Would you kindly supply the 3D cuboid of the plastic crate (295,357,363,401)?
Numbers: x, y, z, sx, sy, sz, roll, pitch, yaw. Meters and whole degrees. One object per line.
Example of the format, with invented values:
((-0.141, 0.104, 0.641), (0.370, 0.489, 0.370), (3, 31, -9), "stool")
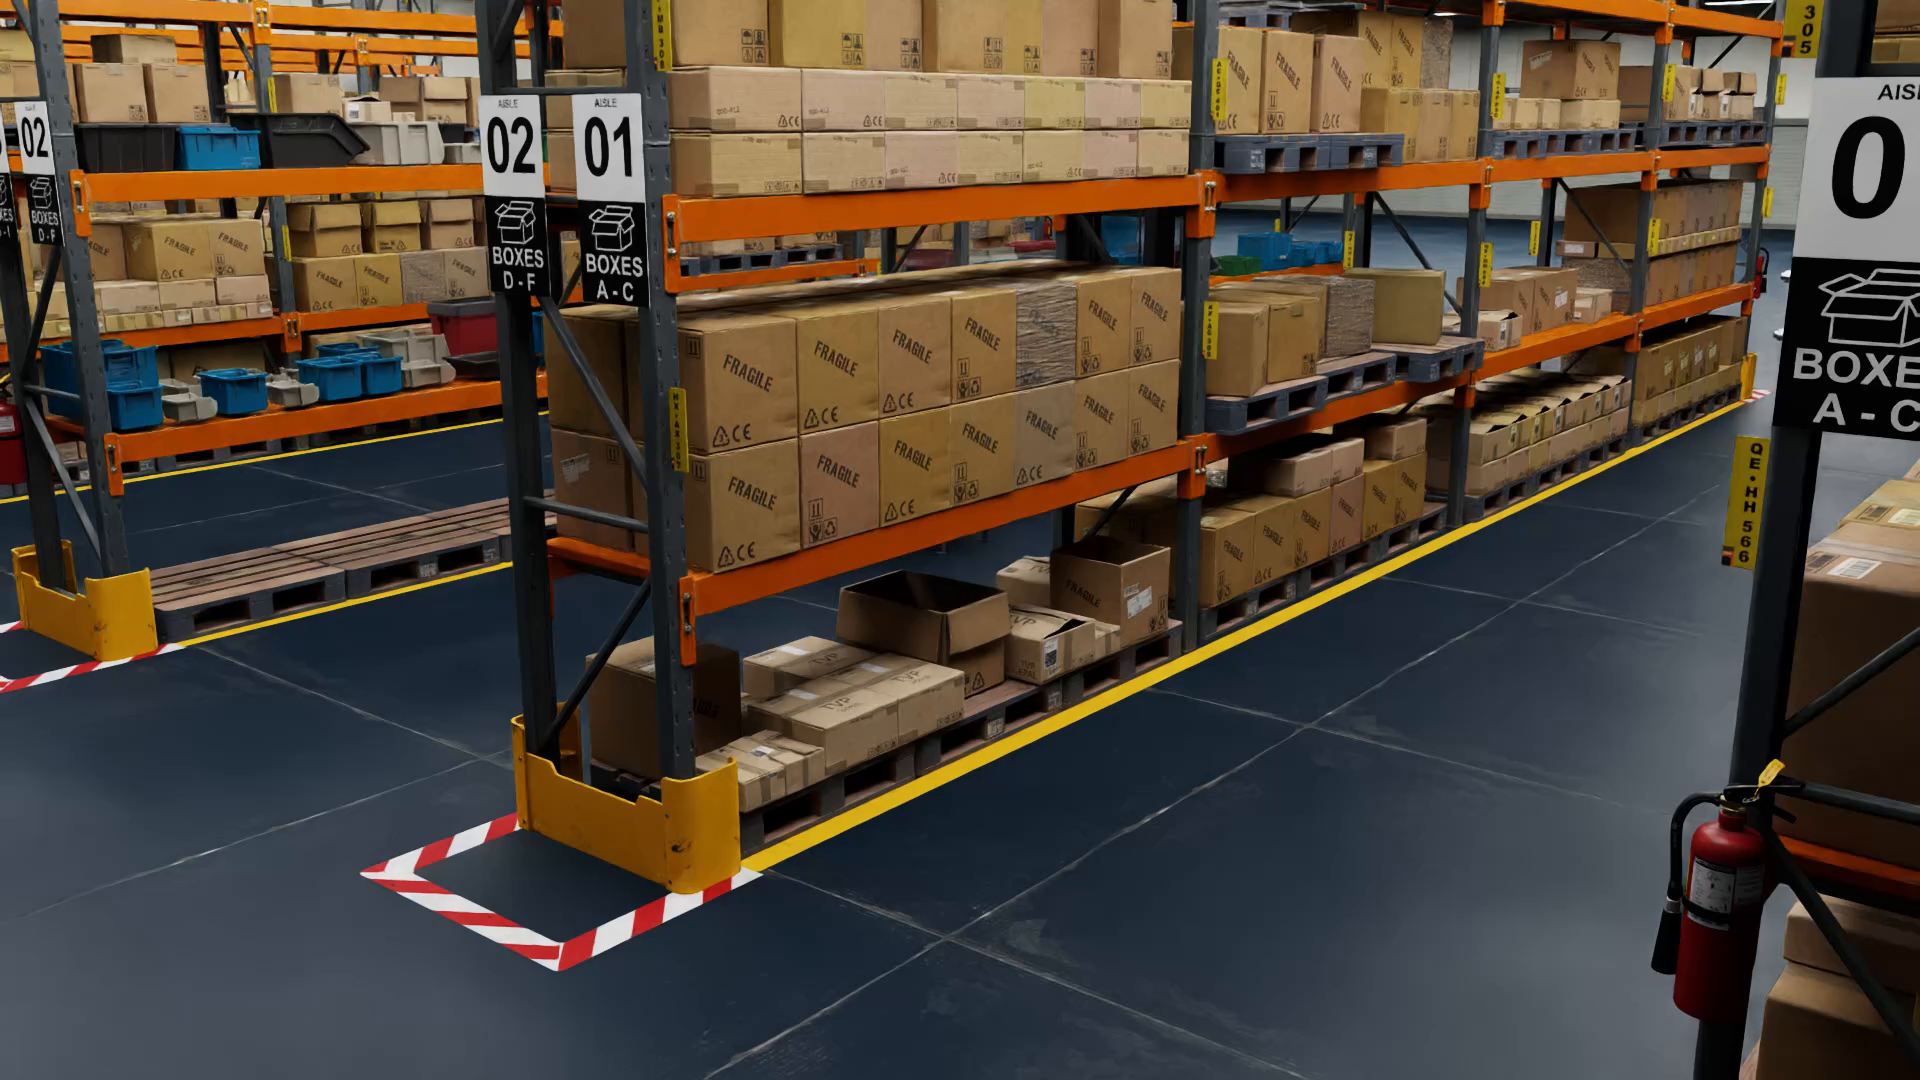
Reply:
((-4.129, -1.056, 10.905), (0.416, 0.233, 0.300), (11, 18, 38), "plastic crate")

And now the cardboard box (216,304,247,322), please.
((-6.805, -2.112, 15.353), (0.380, 0.149, 0.250), (12, 18, 39), "cardboard box")

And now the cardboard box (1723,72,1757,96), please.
((8.175, -4.822, 18.073), (0.797, 0.503, 0.637), (13, 19, 41), "cardboard box")

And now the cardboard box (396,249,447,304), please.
((-5.592, -2.682, 16.885), (0.500, 0.500, 0.500), (11, 18, 36), "cardboard box")

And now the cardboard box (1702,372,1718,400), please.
((7.814, -1.685, 17.895), (0.500, 0.250, 0.500), (11, 18, 38), "cardboard box")

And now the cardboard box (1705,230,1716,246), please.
((7.798, -3.219, 17.681), (0.380, 0.149, 0.250), (12, 19, 39), "cardboard box")

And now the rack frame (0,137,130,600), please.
((-5.368, -0.859, 9.914), (1.000, 3.000, 0.127), (11, 18, 38), "rack frame")

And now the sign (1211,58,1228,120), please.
((1.424, -2.480, 9.151), (0.100, 0.325, 0.005), (11, 18, 38), "sign")

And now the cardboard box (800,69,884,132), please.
((-0.672, -1.868, 7.082), (0.500, 0.250, 0.500), (11, 18, 38), "cardboard box")

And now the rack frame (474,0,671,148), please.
((-1.517, -3.000, 6.155), (1.000, 3.000, 0.127), (11, 18, 38), "rack frame")

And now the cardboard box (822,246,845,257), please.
((-1.771, -3.889, 22.349), (0.380, 0.149, 0.250), (11, 18, 38), "cardboard box")

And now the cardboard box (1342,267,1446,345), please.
((3.203, -1.738, 12.317), (0.700, 0.500, 0.500), (5, 15, 19), "cardboard box")

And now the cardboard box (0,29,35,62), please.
((-7.943, -4.129, 13.909), (0.500, 0.250, 0.500), (11, 18, 36), "cardboard box")

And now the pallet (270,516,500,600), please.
((-4.052, 0.108, 11.771), (1.003, 0.211, 1.213), (11, 18, 38), "pallet")

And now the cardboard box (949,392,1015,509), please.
((-0.080, -0.476, 8.200), (0.500, 0.500, 0.500), (12, 18, 38), "cardboard box")

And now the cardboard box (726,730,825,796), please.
((-0.830, 0.993, 7.483), (0.380, 0.166, 0.250), (11, 18, 38), "cardboard box")

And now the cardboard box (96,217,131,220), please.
((-10.068, -3.757, 19.768), (0.380, 0.149, 0.250), (11, 18, 36), "cardboard box")

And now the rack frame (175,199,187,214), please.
((-11.900, -4.691, 24.998), (1.000, 3.000, 0.127), (11, 18, 38), "rack frame")

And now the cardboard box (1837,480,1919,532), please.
((3.100, 0.288, 4.787), (0.980, 0.700, 0.700), (11, 18, 37), "cardboard box")

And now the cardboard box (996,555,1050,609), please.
((0.565, 0.279, 10.001), (0.500, 0.311, 0.500), (11, 18, 38), "cardboard box")

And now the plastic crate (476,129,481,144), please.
((-3.177, -2.774, 11.700), (0.416, 0.233, 0.300), (11, 18, 38), "plastic crate")

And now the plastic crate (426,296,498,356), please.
((-3.610, -1.553, 12.393), (0.402, 0.464, 0.583), (11, 18, 38), "plastic crate")

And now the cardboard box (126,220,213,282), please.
((-7.105, -2.602, 14.951), (0.500, 0.500, 0.500), (11, 18, 38), "cardboard box")

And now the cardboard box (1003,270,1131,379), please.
((0.561, -1.156, 8.847), (0.500, 0.500, 0.500), (11, 18, 36), "cardboard box")

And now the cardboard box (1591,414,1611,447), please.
((5.670, -1.040, 15.357), (0.500, 0.250, 0.500), (11, 18, 37), "cardboard box")

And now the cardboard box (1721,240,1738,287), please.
((8.236, -3.117, 18.599), (0.700, 0.500, 0.500), (11, 18, 38), "cardboard box")

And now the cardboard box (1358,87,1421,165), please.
((2.616, -2.840, 11.417), (0.910, 0.500, 0.500), (11, 18, 38), "cardboard box")

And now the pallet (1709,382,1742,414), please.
((8.091, -1.652, 18.696), (1.003, 0.211, 1.213), (11, 18, 38), "pallet")

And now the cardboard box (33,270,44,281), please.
((-10.498, -2.966, 18.717), (0.380, 0.149, 0.250), (11, 18, 37), "cardboard box")

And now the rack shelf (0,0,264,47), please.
((-7.963, -4.374, 13.838), (1.077, 0.370, 4.000), (11, 18, 38), "rack shelf")

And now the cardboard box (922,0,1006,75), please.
((-0.209, -2.456, 7.873), (0.700, 0.500, 0.500), (11, 18, 38), "cardboard box")

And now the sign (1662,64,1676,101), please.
((6.453, -4.165, 15.145), (0.100, 0.325, 0.005), (11, 18, 38), "sign")

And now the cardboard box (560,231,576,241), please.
((-4.664, -3.555, 18.284), (0.797, 0.503, 0.637), (12, 19, 39), "cardboard box")

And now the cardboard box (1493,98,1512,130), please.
((4.068, -3.408, 13.304), (0.500, 0.250, 0.500), (12, 18, 39), "cardboard box")

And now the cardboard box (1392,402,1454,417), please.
((3.970, -1.006, 14.083), (0.500, 0.311, 0.500), (11, 18, 37), "cardboard box")

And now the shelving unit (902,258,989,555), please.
((-0.104, -0.986, 12.240), (0.431, 2.100, 0.503), (11, 18, 38), "shelving unit")

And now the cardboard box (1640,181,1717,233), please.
((7.560, -3.538, 17.619), (0.700, 0.500, 0.500), (11, 18, 38), "cardboard box")

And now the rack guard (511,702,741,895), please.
((-1.469, 1.105, 7.258), (1.175, 0.500, 0.348), (11, 18, 38), "rack guard")

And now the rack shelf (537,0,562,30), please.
((-1.596, -4.374, 13.836), (1.077, 0.370, 4.000), (11, 18, 38), "rack shelf")

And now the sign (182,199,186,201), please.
((-11.466, -5.167, 24.520), (0.100, 0.325, 0.005), (11, 18, 38), "sign")

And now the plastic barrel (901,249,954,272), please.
((-0.283, -2.593, 16.462), (0.600, 0.536, 0.708), (11, 18, 38), "plastic barrel")

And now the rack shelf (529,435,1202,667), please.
((-0.260, -0.126, 8.490), (1.077, 0.370, 4.000), (11, 18, 38), "rack shelf")

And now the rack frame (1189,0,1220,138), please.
((0.997, -3.766, 9.170), (1.000, 3.000, 0.127), (11, 18, 38), "rack frame")

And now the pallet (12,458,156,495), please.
((-8.011, -0.672, 14.840), (1.003, 0.211, 1.213), (11, 18, 38), "pallet")

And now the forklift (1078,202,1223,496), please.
((1.660, -2.074, 14.835), (1.130, 2.935, 3.031), (9, 17, 31), "forklift")

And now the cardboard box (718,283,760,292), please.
((-3.884, -4.342, 27.084), (0.875, 0.875, 0.875), (11, 18, 37), "cardboard box")

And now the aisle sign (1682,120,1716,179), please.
((8.342, -4.476, 18.871), (0.394, 0.787, 0.004), (11, 18, 38), "aisle sign")

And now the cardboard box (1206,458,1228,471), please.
((2.035, -0.286, 11.839), (0.500, 0.500, 0.500), (11, 18, 36), "cardboard box")

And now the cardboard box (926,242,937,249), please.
((-0.542, -4.040, 22.944), (0.380, 0.149, 0.250), (11, 18, 38), "cardboard box")

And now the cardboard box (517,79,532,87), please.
((-4.519, -4.737, 18.024), (0.797, 0.503, 0.637), (13, 19, 41), "cardboard box")

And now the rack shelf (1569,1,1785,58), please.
((7.282, -5.138, 16.847), (1.077, 0.370, 4.000), (11, 18, 38), "rack shelf")

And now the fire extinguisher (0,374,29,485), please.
((-5.816, -0.683, 10.132), (0.296, 0.674, 0.183), (11, 18, 38), "fire extinguisher")

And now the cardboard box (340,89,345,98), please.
((-8.038, -5.700, 21.120), (0.396, 0.266, 0.258), (11, 18, 38), "cardboard box")

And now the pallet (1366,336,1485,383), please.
((3.139, -1.391, 12.394), (1.213, 0.211, 1.003), (11, 18, 38), "pallet")
